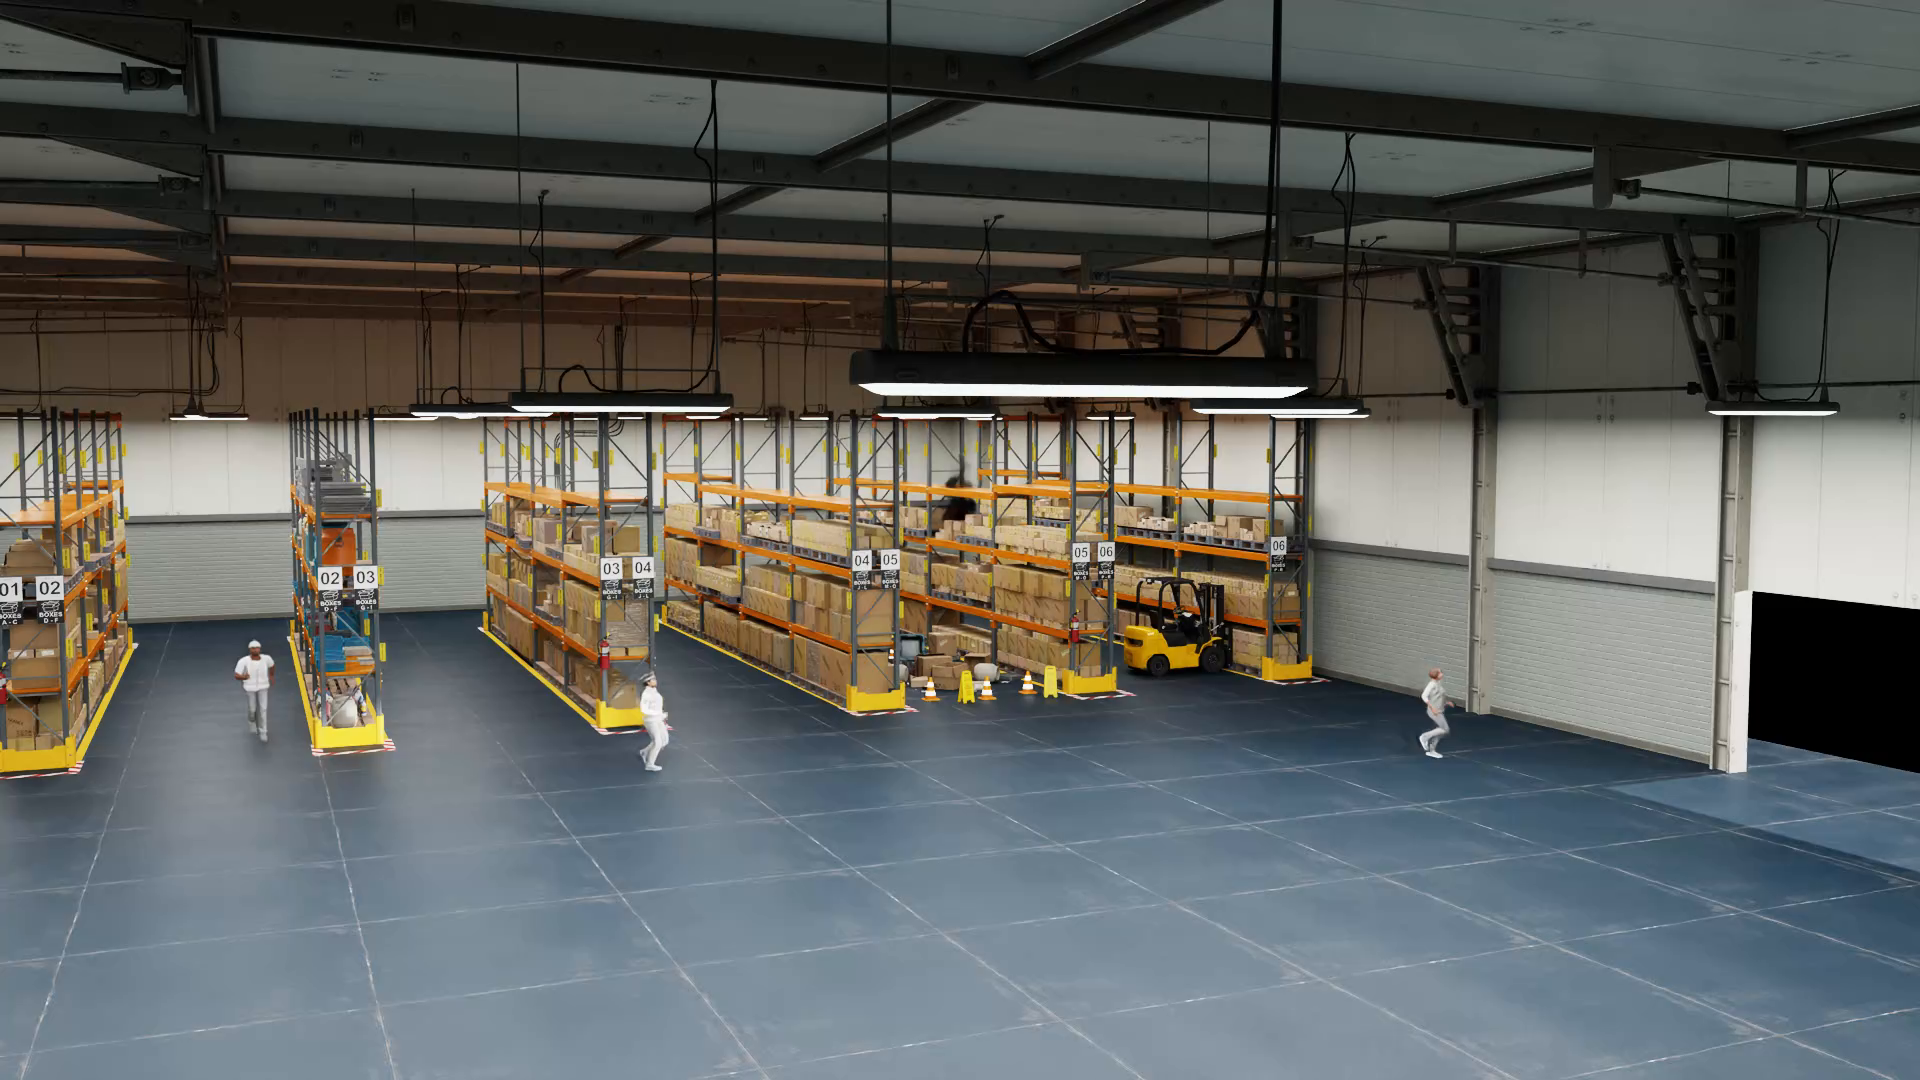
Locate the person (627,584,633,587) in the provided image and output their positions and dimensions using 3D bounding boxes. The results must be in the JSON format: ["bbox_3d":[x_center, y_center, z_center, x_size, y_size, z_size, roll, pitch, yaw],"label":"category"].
[{"bbox_3d":[-9.434,1.656,46.762,0.691,1.596,0.844,-1,4,-11],"label":"person"}]

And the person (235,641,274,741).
[{"bbox_3d":[-12.742,2.704,30.099,0.695,1.771,0.956,-2,5,-29],"label":"person"}]

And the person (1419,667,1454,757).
[{"bbox_3d":[8.176,2.956,28.515,0.539,1.558,0.542,2,5,29],"label":"person"}]

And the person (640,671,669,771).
[{"bbox_3d":[-5.023,2.975,27.396,0.525,1.650,0.609,1,4,10],"label":"person"}]
